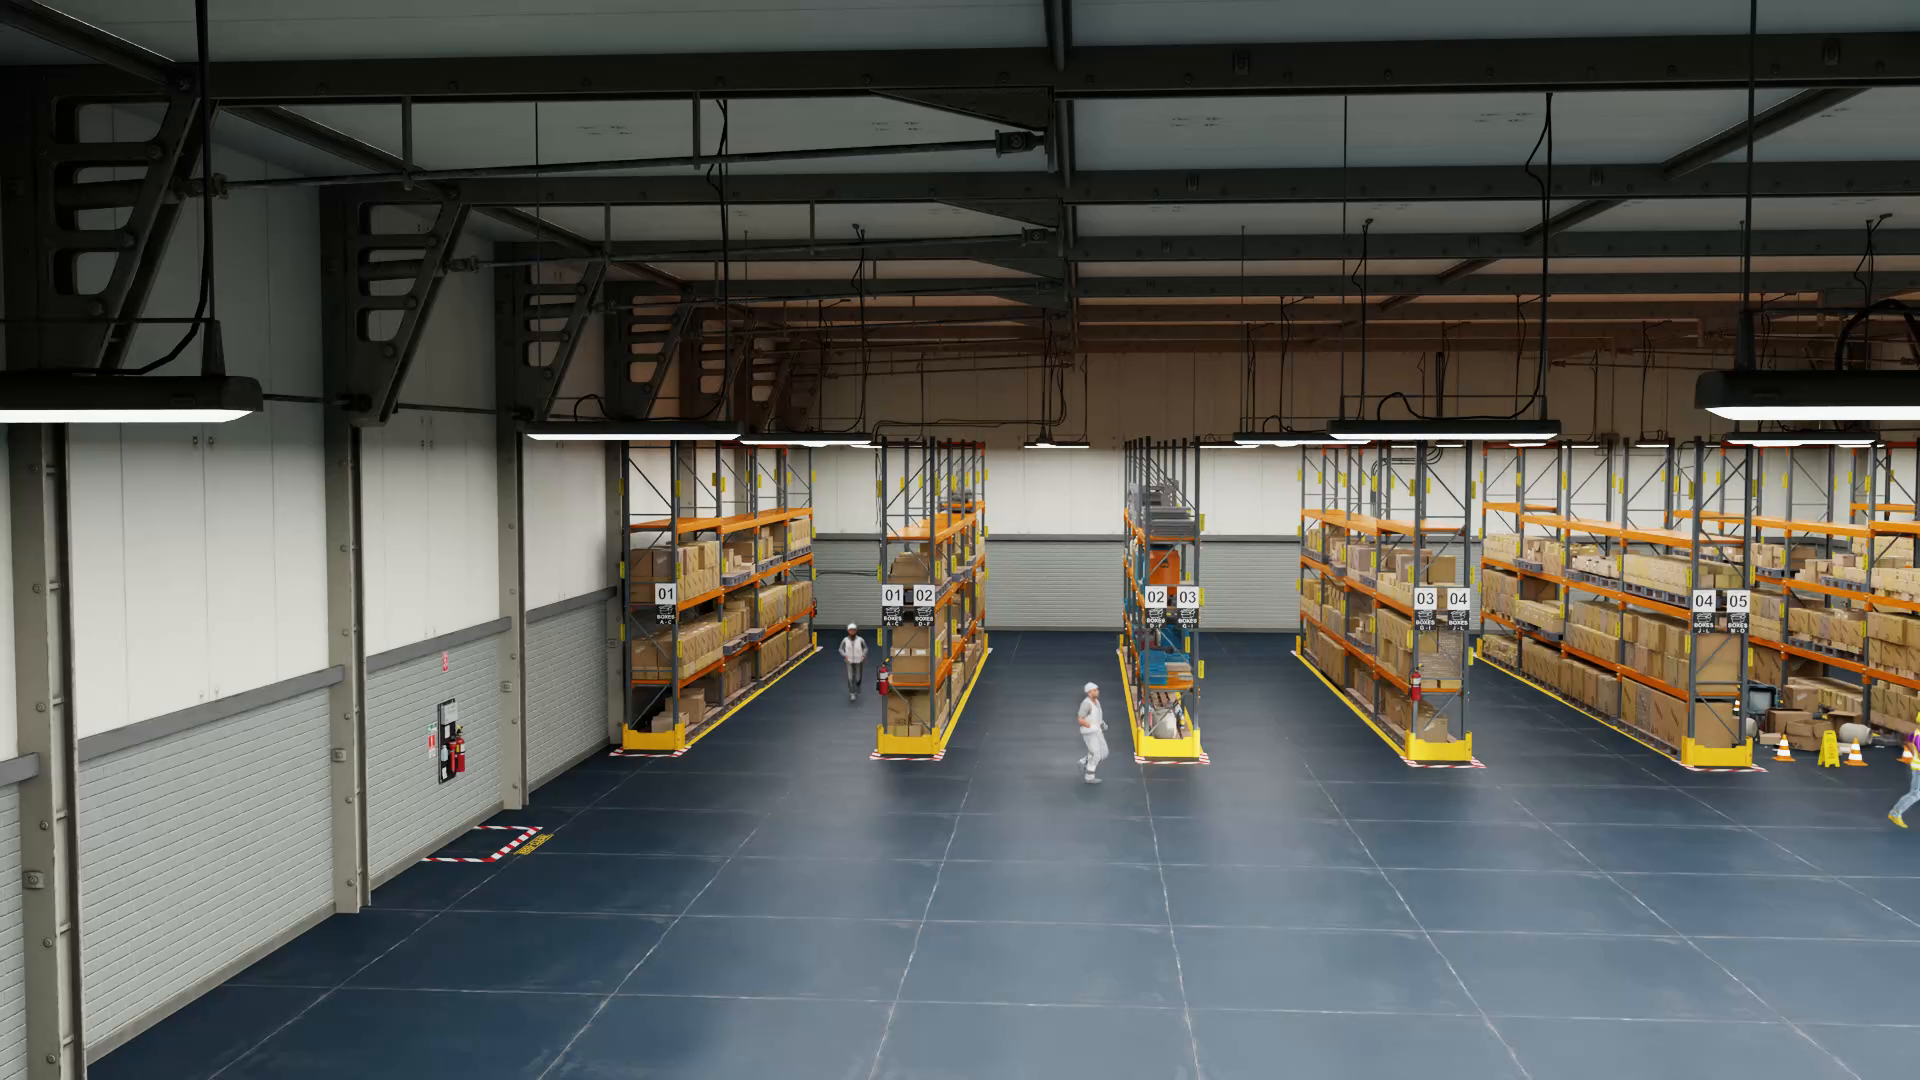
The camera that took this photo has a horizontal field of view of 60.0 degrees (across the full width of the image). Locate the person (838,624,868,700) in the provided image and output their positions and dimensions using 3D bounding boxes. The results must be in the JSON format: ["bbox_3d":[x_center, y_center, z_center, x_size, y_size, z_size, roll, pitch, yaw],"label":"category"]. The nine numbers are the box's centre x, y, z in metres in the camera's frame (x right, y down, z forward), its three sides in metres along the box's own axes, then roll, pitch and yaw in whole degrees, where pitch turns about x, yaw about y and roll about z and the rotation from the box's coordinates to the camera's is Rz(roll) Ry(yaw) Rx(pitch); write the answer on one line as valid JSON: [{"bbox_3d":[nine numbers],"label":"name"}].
[{"bbox_3d":[-2.464,2.803,38.382,0.679,1.731,0.621,0,3,-1],"label":"person"}]

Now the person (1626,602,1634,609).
[{"bbox_3d":[19.065,2.363,47.393,0.825,1.703,0.698,1,3,13],"label":"person"}]

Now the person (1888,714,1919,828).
[{"bbox_3d":[14.433,3.489,24.954,0.814,1.823,0.703,3,4,40],"label":"person"}]

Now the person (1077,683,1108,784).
[{"bbox_3d":[2.257,3.317,28.601,0.586,1.741,0.636,2,3,29],"label":"person"}]
